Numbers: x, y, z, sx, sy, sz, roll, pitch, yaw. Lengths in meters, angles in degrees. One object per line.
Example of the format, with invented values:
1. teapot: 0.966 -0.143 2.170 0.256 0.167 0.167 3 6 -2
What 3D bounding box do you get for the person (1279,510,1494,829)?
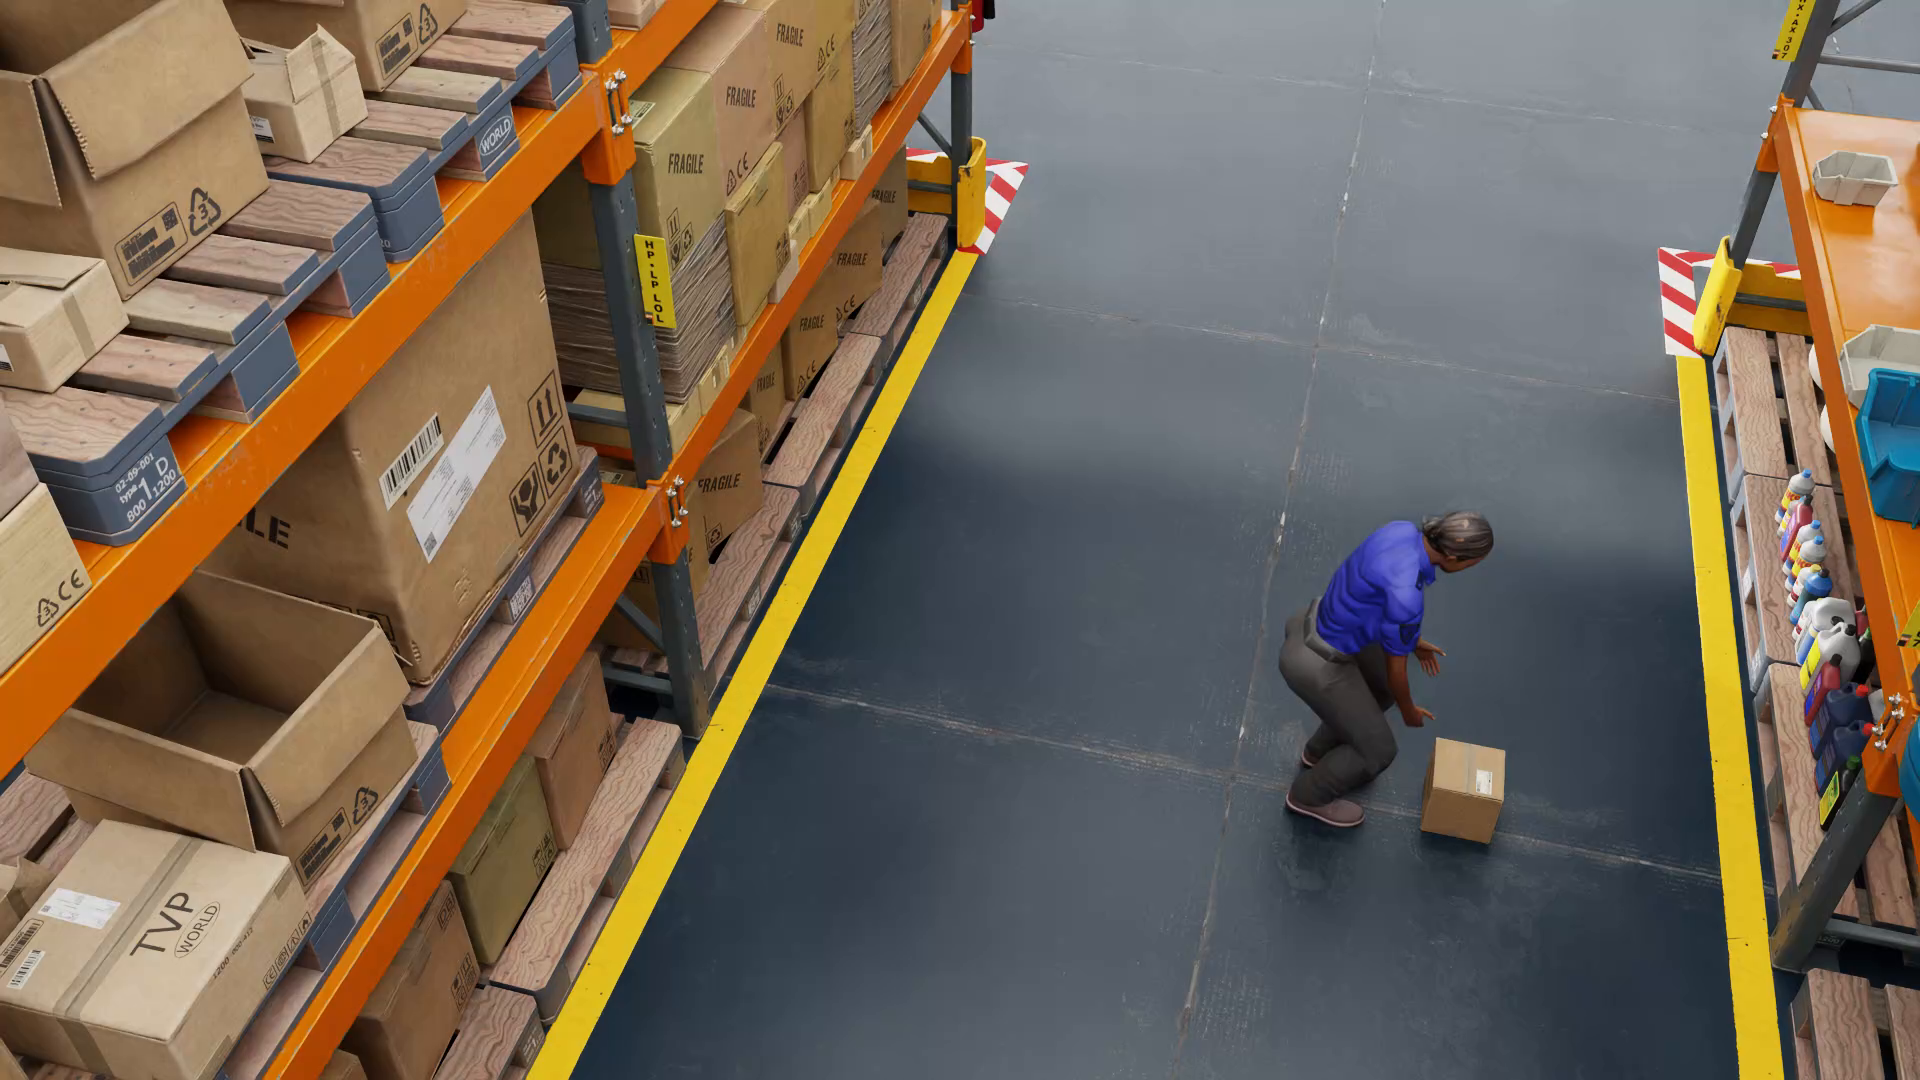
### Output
1. person: 1.450 0.411 5.906 0.617 1.388 0.495 10 42 11
